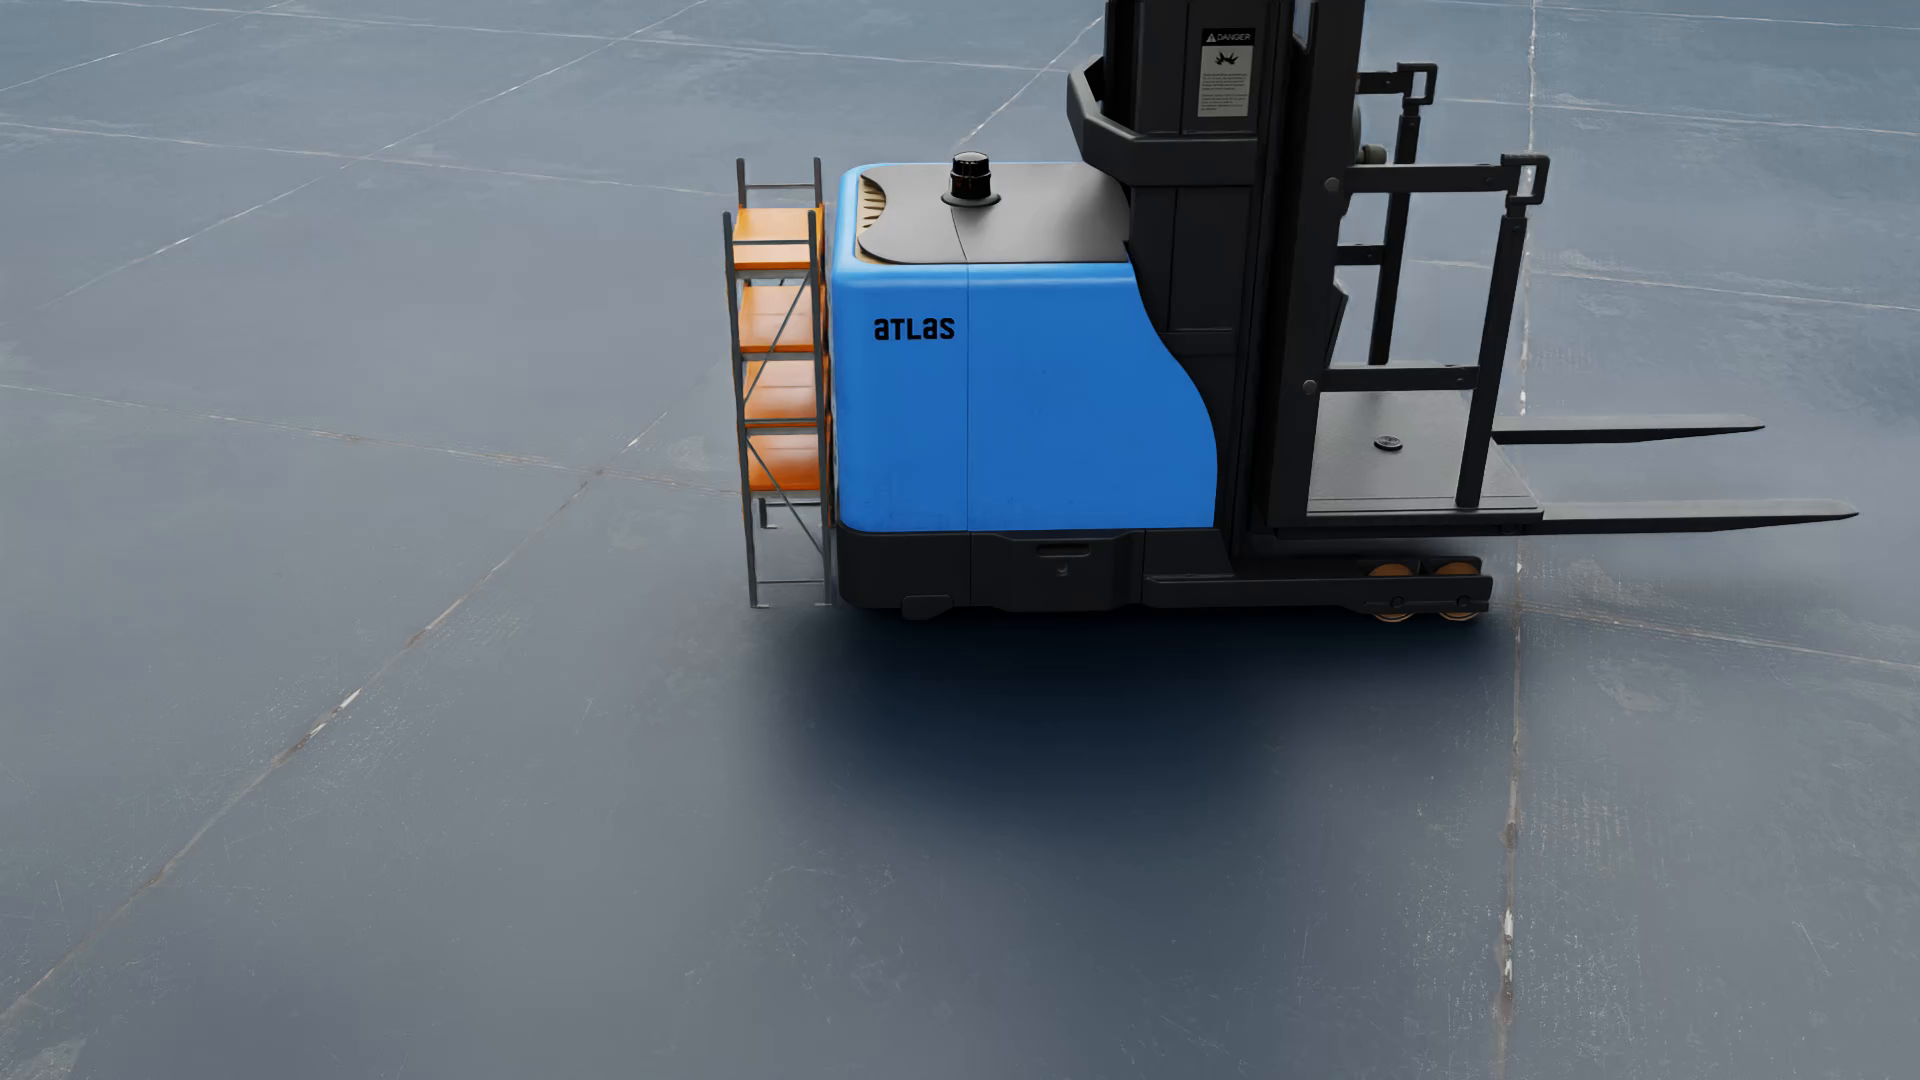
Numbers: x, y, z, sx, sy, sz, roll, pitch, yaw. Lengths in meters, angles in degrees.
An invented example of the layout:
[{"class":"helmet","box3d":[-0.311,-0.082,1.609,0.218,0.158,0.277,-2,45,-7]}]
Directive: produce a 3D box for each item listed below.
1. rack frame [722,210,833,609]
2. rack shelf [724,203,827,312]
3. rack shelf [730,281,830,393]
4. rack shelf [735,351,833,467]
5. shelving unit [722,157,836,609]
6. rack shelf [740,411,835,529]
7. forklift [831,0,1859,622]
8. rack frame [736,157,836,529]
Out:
[{"class":"rack frame","box3d":[-0.495,-0.328,4.605,0.240,1.200,0.015,-1,29,-2]},{"class":"rack shelf","box3d":[-0.506,-0.790,4.627,0.258,0.148,0.480,-1,29,-2]},{"class":"rack shelf","box3d":[-0.506,-0.583,4.742,0.258,0.148,0.480,-1,29,-2]},{"class":"rack shelf","box3d":[-0.506,-0.388,4.851,0.258,0.148,0.480,-1,29,-2]},{"class":"shelving unit","box3d":[-0.506,-0.446,4.818,0.258,1.200,0.503,-1,29,-2]},{"class":"rack shelf","box3d":[-0.506,-0.214,4.947,0.258,0.148,0.480,-1,29,-2]},{"class":"forklift","box3d":[1.146,-1.301,4.573,3.031,2.935,1.130,-1,29,-2]},{"class":"rack frame","box3d":[-0.517,-0.565,5.031,0.240,1.200,0.015,-1,29,-2]}]
